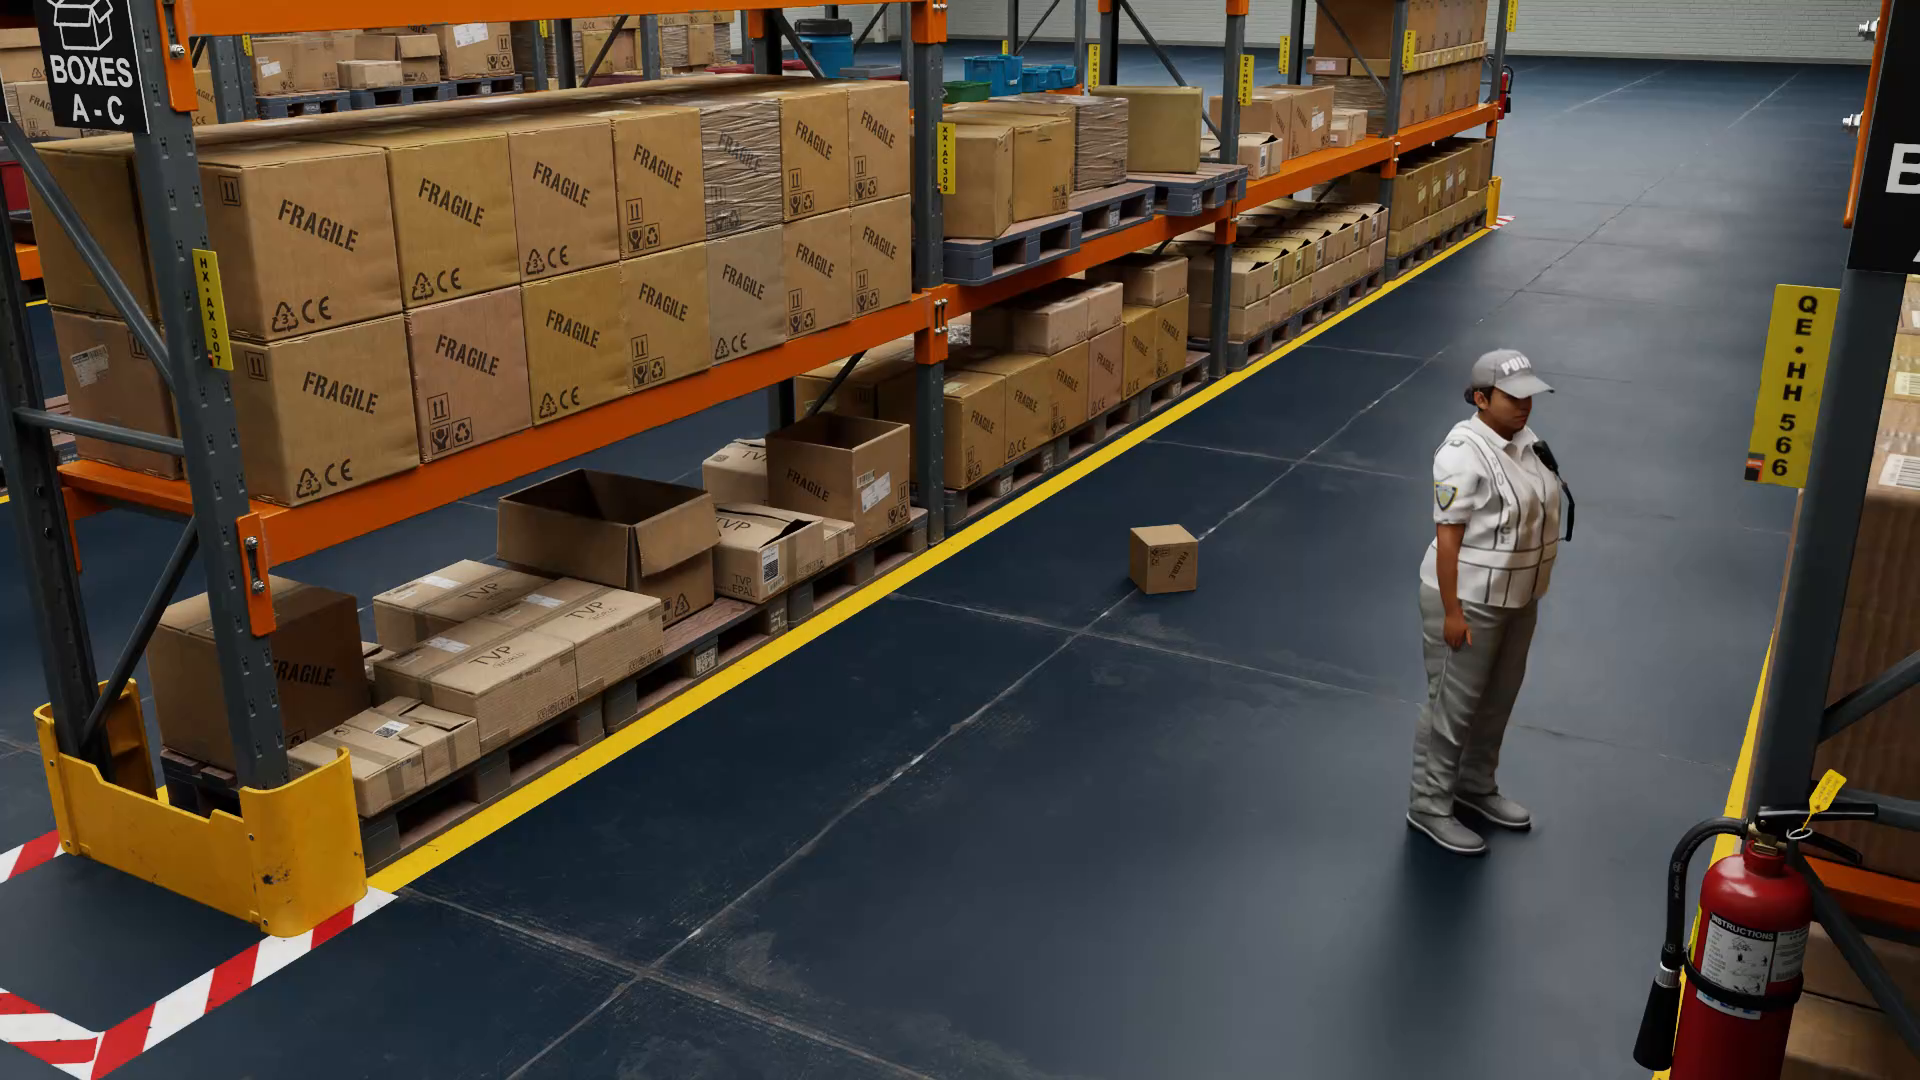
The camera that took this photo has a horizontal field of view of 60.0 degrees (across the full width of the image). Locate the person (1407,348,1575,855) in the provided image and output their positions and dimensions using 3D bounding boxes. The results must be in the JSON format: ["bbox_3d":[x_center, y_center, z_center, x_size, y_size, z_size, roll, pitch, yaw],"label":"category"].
[{"bbox_3d":[1.735,0.193,5.502,0.474,1.673,0.383,-17,25,-39],"label":"person"}]
